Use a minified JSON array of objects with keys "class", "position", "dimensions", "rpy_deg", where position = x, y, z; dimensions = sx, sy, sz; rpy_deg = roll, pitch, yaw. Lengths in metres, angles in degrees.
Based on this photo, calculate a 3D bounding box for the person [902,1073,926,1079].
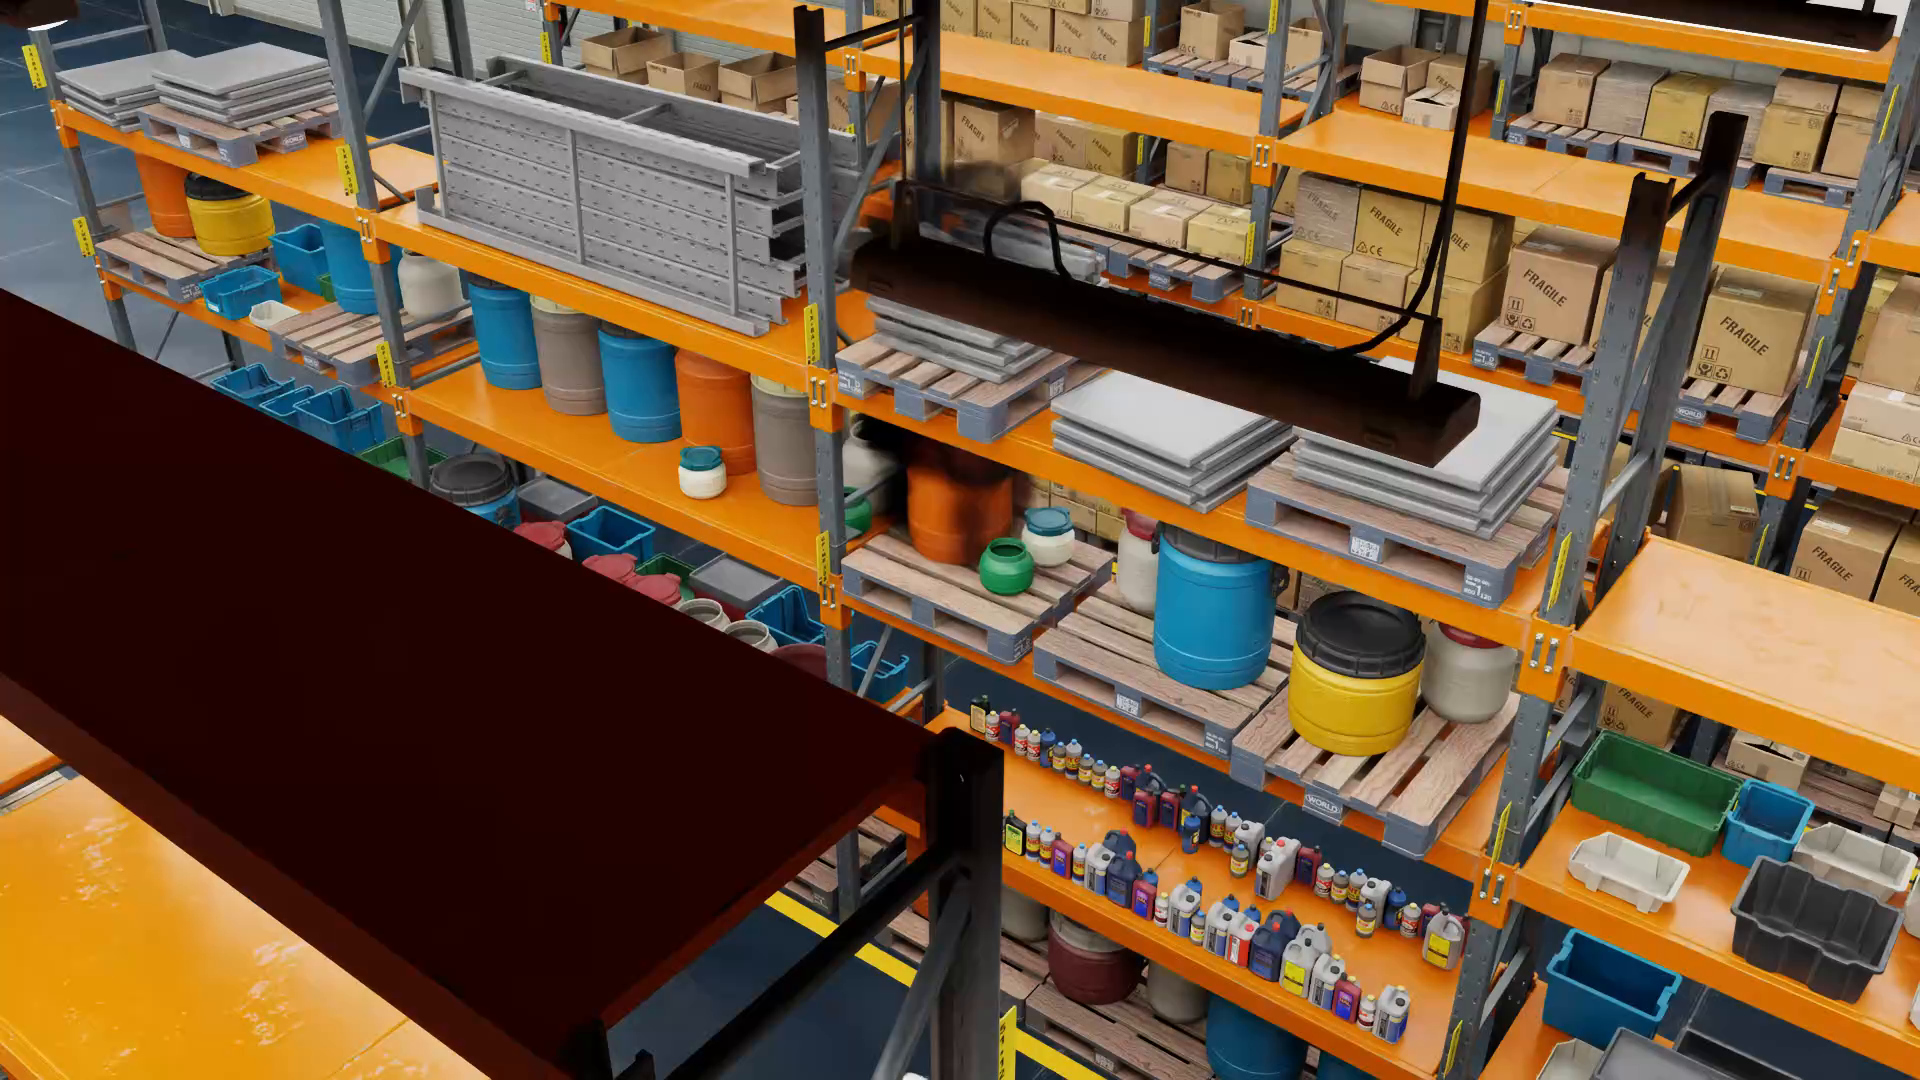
[{"class":"person","position":[-0.045,3.195,7.874],"dimensions":[0.698,1.705,0.674],"rpy_deg":[11,33,17]}]

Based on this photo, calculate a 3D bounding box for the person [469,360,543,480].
[{"class":"person","position":[-4.416,-1.151,15.754],"dimensions":[0.794,1.559,0.566],"rpy_deg":[-6,32,-10]}]
